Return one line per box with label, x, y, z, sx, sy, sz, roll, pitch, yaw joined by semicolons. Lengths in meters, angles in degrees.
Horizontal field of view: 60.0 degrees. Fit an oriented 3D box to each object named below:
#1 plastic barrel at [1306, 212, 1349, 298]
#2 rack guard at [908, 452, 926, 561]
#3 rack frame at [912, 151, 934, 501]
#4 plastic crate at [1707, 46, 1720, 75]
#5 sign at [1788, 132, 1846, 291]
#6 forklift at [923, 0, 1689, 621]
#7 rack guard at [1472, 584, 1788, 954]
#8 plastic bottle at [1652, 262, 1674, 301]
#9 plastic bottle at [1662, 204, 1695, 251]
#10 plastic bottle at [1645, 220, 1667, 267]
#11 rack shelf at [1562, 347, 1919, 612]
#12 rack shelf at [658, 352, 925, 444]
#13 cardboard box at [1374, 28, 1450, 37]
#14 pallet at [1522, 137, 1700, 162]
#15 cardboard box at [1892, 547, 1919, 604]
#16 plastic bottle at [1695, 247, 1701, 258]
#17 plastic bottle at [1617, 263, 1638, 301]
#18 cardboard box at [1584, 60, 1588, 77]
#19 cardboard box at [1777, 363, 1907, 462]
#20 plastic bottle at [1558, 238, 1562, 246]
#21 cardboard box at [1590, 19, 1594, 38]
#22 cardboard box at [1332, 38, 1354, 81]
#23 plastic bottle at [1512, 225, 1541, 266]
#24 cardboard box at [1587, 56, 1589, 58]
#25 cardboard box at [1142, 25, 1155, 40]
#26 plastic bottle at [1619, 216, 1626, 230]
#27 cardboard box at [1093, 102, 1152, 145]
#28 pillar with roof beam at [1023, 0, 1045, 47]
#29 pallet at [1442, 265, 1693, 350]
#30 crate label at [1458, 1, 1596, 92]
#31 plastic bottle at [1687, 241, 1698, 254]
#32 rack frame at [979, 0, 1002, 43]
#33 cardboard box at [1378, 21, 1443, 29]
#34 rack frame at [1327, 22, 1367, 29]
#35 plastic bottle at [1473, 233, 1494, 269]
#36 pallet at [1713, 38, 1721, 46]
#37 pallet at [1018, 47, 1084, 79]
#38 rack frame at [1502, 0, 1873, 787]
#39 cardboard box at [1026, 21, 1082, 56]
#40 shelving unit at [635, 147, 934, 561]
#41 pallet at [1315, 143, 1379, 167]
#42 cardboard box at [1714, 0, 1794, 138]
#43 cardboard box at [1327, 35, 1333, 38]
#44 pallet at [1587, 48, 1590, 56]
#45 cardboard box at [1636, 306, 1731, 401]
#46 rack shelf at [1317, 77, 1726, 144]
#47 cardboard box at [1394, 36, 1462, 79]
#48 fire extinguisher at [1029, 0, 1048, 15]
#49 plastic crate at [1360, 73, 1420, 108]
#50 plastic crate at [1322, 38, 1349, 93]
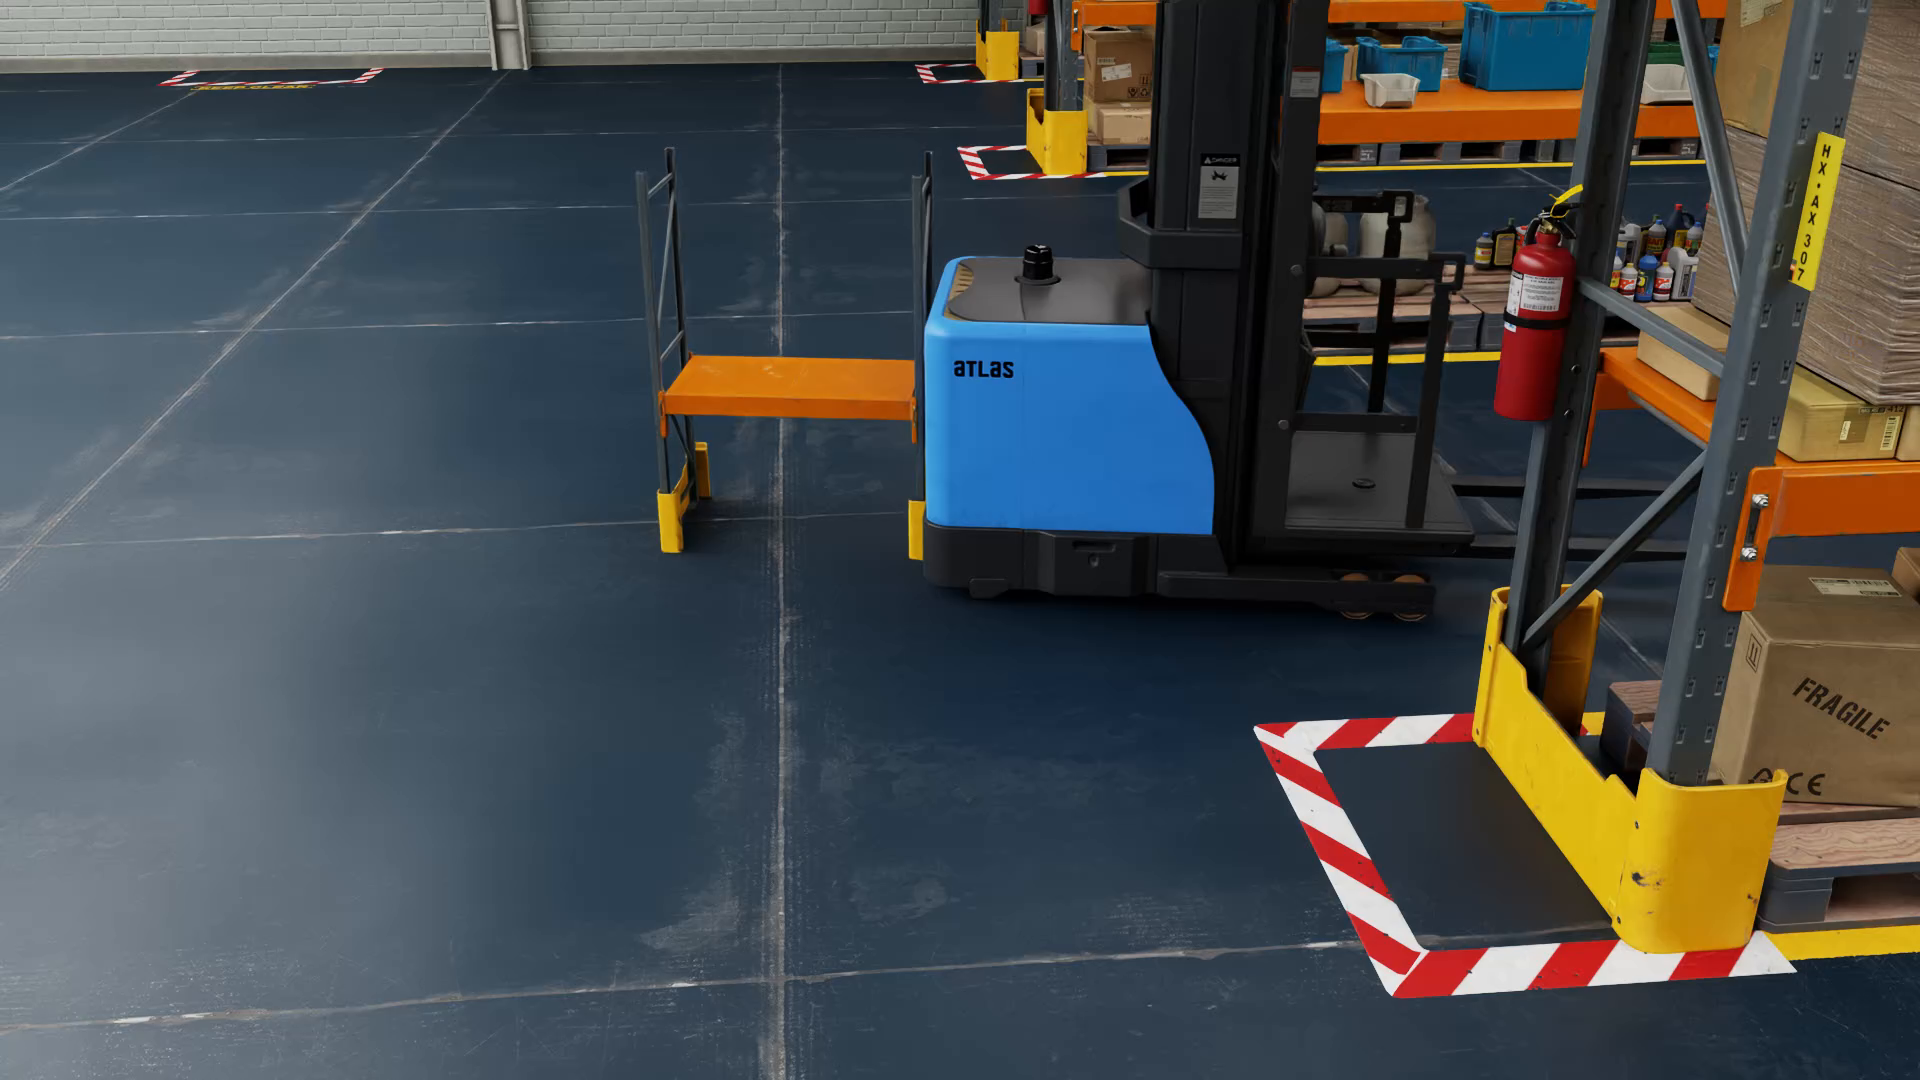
plastic barrel;1.950;-1.645;9.305;0.421;0.512;0.421;0;24;0
rack guard;-0.140;-0.152;6.785;0.087;0.250;0.587;2;24;4
rack frame;-0.138;-0.723;6.531;0.032;1.500;0.500;2;24;4
plastic crate;4.208;-2.471;8.799;0.616;0.251;0.499;-2;24;-5
sign;1.843;-0.708;3.583;0.005;0.325;0.100;-2;24;-5
forklift;1.404;-1.267;5.992;3.031;2.935;1.130;2;24;4
rack guard;1.865;0.608;4.767;0.348;0.500;1.175;-2;24;-5
plastic bottle;3.881;-1.432;9.182;0.097;0.201;0.097;0;24;0
plastic bottle;4.251;-1.811;9.852;0.185;0.351;0.144;-3;24;-7
plastic bottle;4.109;-1.754;9.821;0.097;0.271;0.097;0;24;0
rack shelf;3.780;-0.282;4.578;4.000;0.370;1.077;-2;24;-5
rack shelf;-0.645;-0.575;6.639;1.000;0.185;0.538;2;24;4
cardboard box;3.811;-4.058;14.132;0.500;0.500;0.500;-2;24;-5
pallet;5.529;-3.466;14.288;1.213;0.211;1.003;-2;24;-5
cardboard box;3.004;0.363;4.800;0.500;0.500;0.500;4;24;9
plastic bottle;4.158;-1.521;9.198;0.185;0.351;0.144;-2;24;-5
plastic bottle;3.677;-1.424;9.163;0.097;0.201;0.097;0;24;0
cardboard box;5.236;-3.803;13.790;0.500;0.311;0.500;-2;24;-5
cardboard box;2.096;-0.331;4.112;0.250;0.149;0.380;-2;24;-5
plastic bottle;3.509;-1.661;9.697;0.097;0.201;0.097;0;24;0
cardboard box;7.055;-5.892;18.850;0.500;0.500;0.700;-2;24;-5
cardboard box;2.868;-3.804;13.560;0.500;0.500;0.500;-2;24;-5
plastic bottle;3.341;-1.739;9.781;0.135;0.276;0.152;-2;24;-5
cardboard box;5.692;-4.042;14.329;0.500;0.311;0.500;-2;24;-4
cardboard box;2.328;-5.619;18.236;0.500;0.500;0.700;-4;24;-8
plastic bottle;3.828;-1.794;9.814;0.185;0.351;0.144;-2;24;-6
cardboard box;1.375;-3.402;13.580;0.500;0.250;0.500;-2;24;-5
pillar with roof beam;1.364;-7.917;13.482;0.400;9.000;9.100;-2;24;-5
pallet;3.394;-1.359;9.547;1.213;0.211;1.003;-2;24;-5
crate label;3.108;-2.732;9.160;0.616;0.435;0.502;-2;24;-5
plastic bottle;4.123;-1.530;9.303;0.133;0.283;0.061;-2;24;-5
rack frame;0.329;-6.538;17.765;0.127;3.000;1.000;-2;24;-5
cardboard box;5.040;-5.792;18.624;0.500;0.500;0.700;-1;24;-3
rack frame;4.309;-6.697;18.125;0.127;3.000;1.000;-2;24;-5
plastic bottle;3.087;-1.706;9.799;0.097;0.201;0.097;0;24;0
pallet;9.082;-5.584;19.053;1.213;0.211;1.003;-2;24;-5
pallet;1.216;-5.285;18.379;1.213;0.211;1.003;-2;24;-5
rack frame;1.789;-0.531;4.252;0.127;3.000;1.000;-2;24;-5
cardboard box;1.026;-5.501;18.203;0.500;0.311;0.500;-5;24;-11
shelving unit;-0.636;-0.739;6.565;1.083;1.500;0.587;2;24;4
pallet;2.788;-3.356;14.041;1.213;0.211;1.003;-2;24;-5
cardboard box;2.312;-1.292;4.242;0.500;0.500;0.500;-2;24;-5
cardboard box;2.815;-4.021;14.048;0.500;0.500;0.500;-2;24;-5
pallet;7.512;-5.552;18.982;1.213;0.211;1.003;-2;24;-5
cardboard box;2.053;-0.511;4.516;0.250;0.149;0.380;-2;24;-5
rack shelf;3.293;-2.284;9.082;4.000;0.370;1.077;-2;24;-5
cardboard box;3.861;-3.851;13.666;0.500;0.500;0.500;-2;24;-5
fire extinguisher;0.656;-4.683;13.689;0.183;0.674;0.296;-2;24;-5
plastic crate;2.225;-2.318;8.598;0.250;0.136;0.298;-2;24;-5
plastic crate;1.771;-2.606;9.104;0.616;0.251;0.499;-2;24;-5
